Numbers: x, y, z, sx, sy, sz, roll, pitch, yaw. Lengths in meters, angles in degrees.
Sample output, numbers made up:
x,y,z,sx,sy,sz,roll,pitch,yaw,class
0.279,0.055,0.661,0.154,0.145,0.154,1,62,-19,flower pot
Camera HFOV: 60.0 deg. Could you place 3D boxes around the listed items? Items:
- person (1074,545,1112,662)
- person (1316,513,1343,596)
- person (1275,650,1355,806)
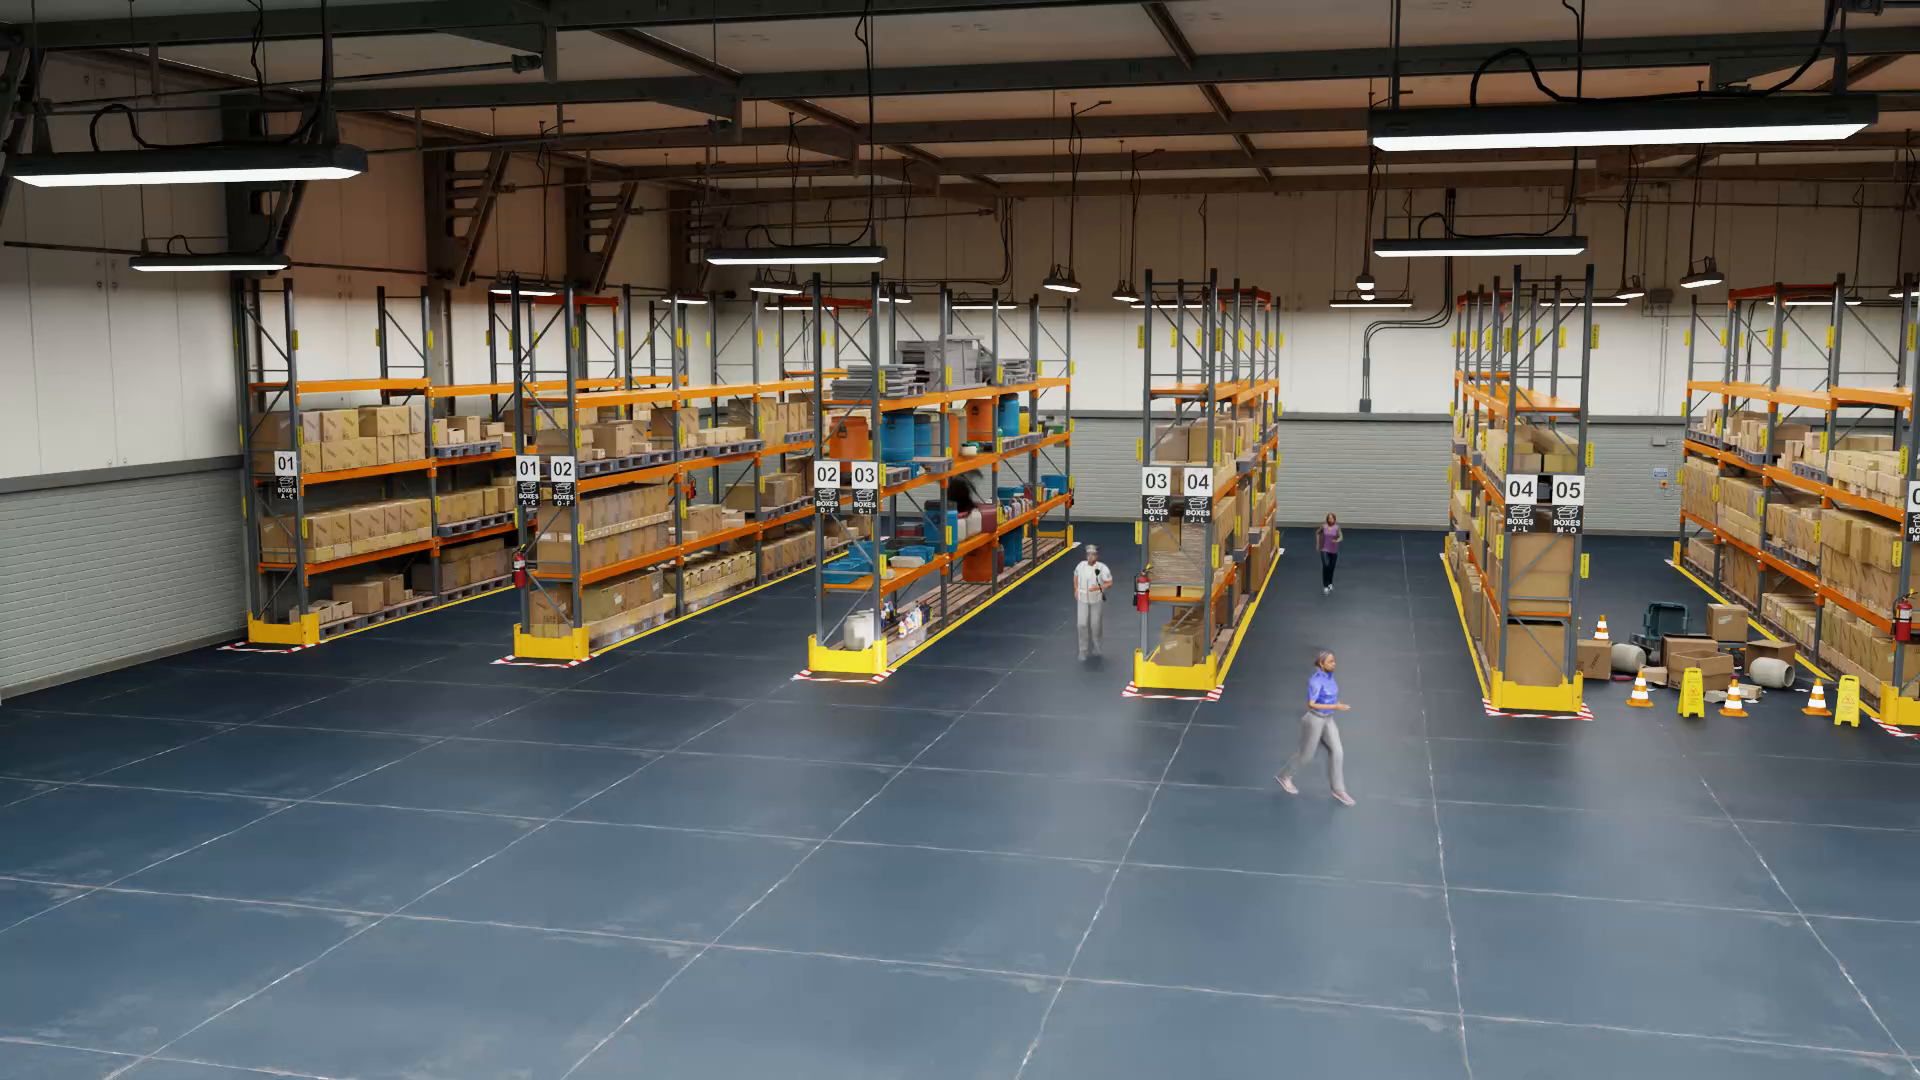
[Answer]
x,y,z,sx,sy,sz,roll,pitch,yaw,class
2.081,0.982,26.278,0.662,1.842,0.745,2,7,16,person
7.309,0.267,32.911,0.498,1.638,0.782,1,7,6,person
3.879,2.013,18.092,0.899,1.675,0.539,6,9,42,person
